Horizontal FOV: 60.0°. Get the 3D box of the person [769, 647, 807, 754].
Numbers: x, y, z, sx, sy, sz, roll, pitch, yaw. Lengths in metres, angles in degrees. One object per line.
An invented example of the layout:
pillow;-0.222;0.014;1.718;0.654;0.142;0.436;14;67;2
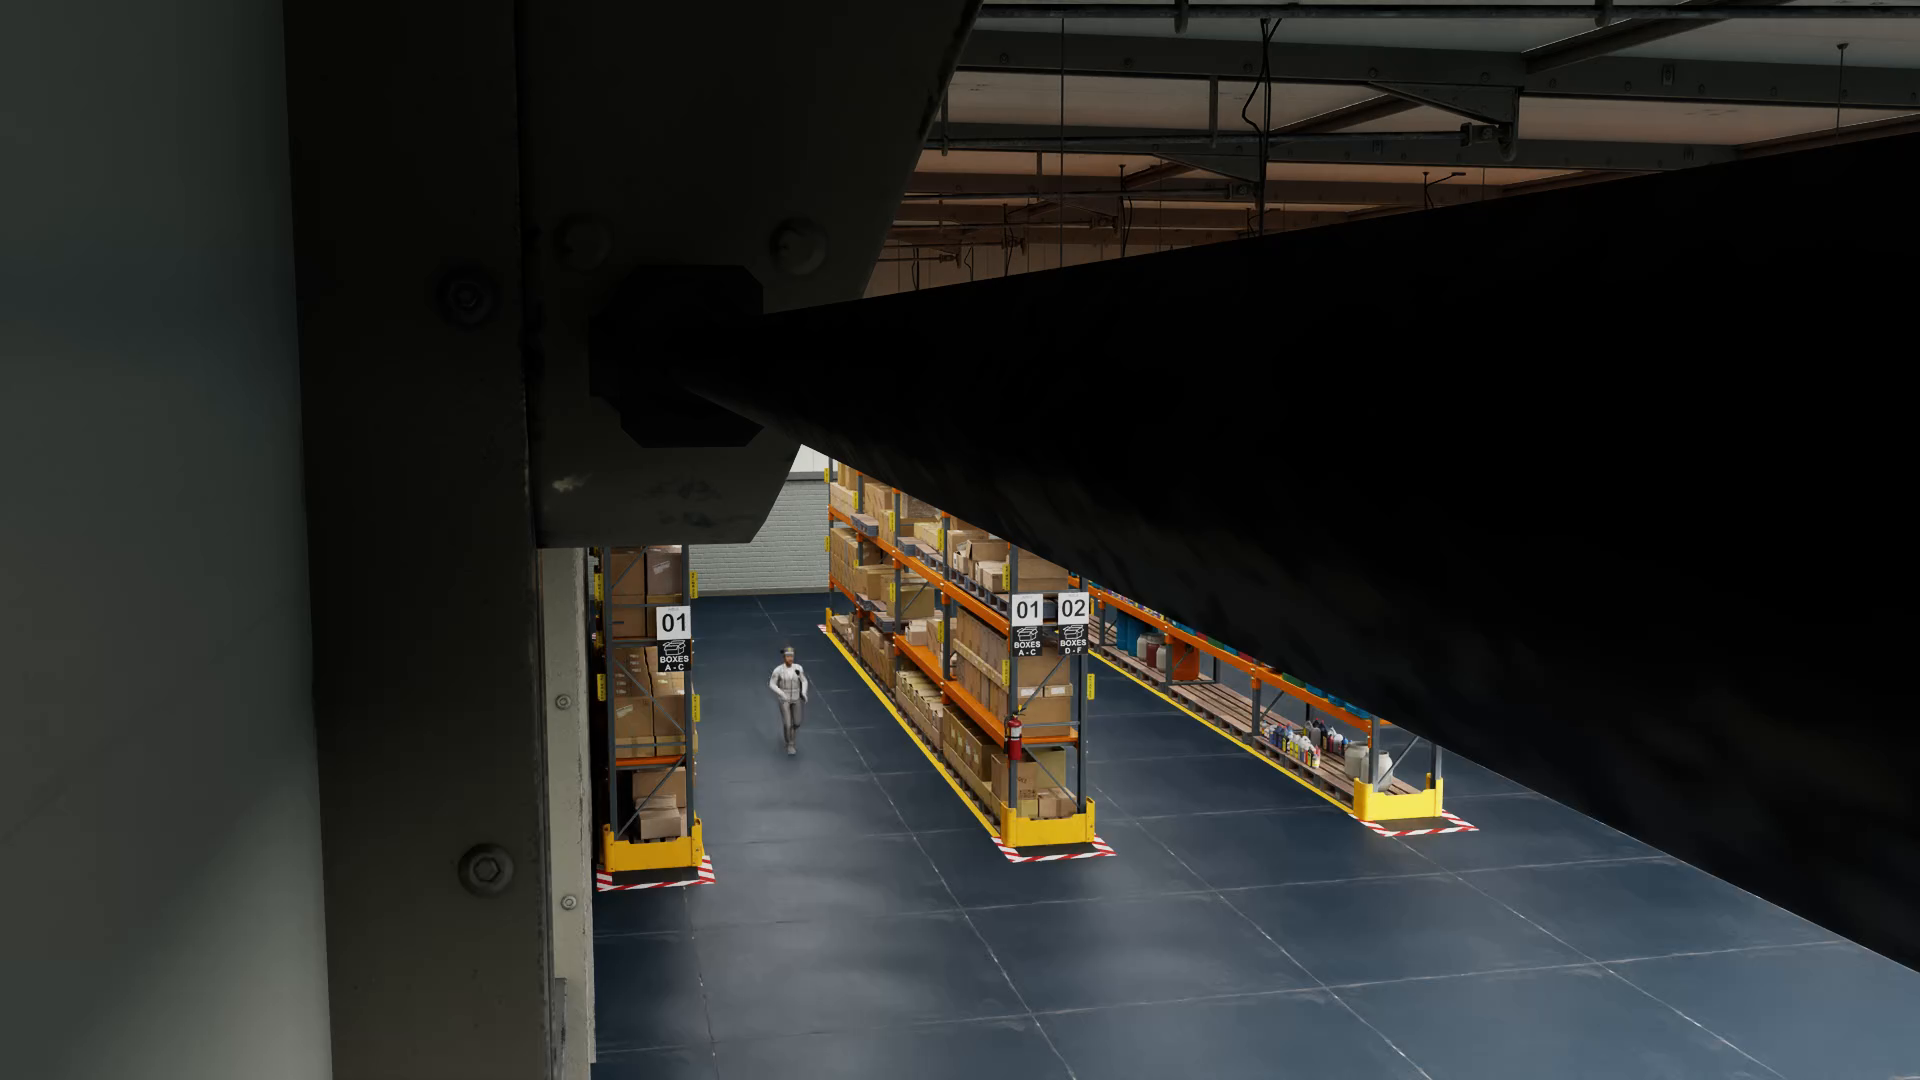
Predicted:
person;-2.644;2.468;25.765;0.616;1.660;0.548;-2;7;-18
